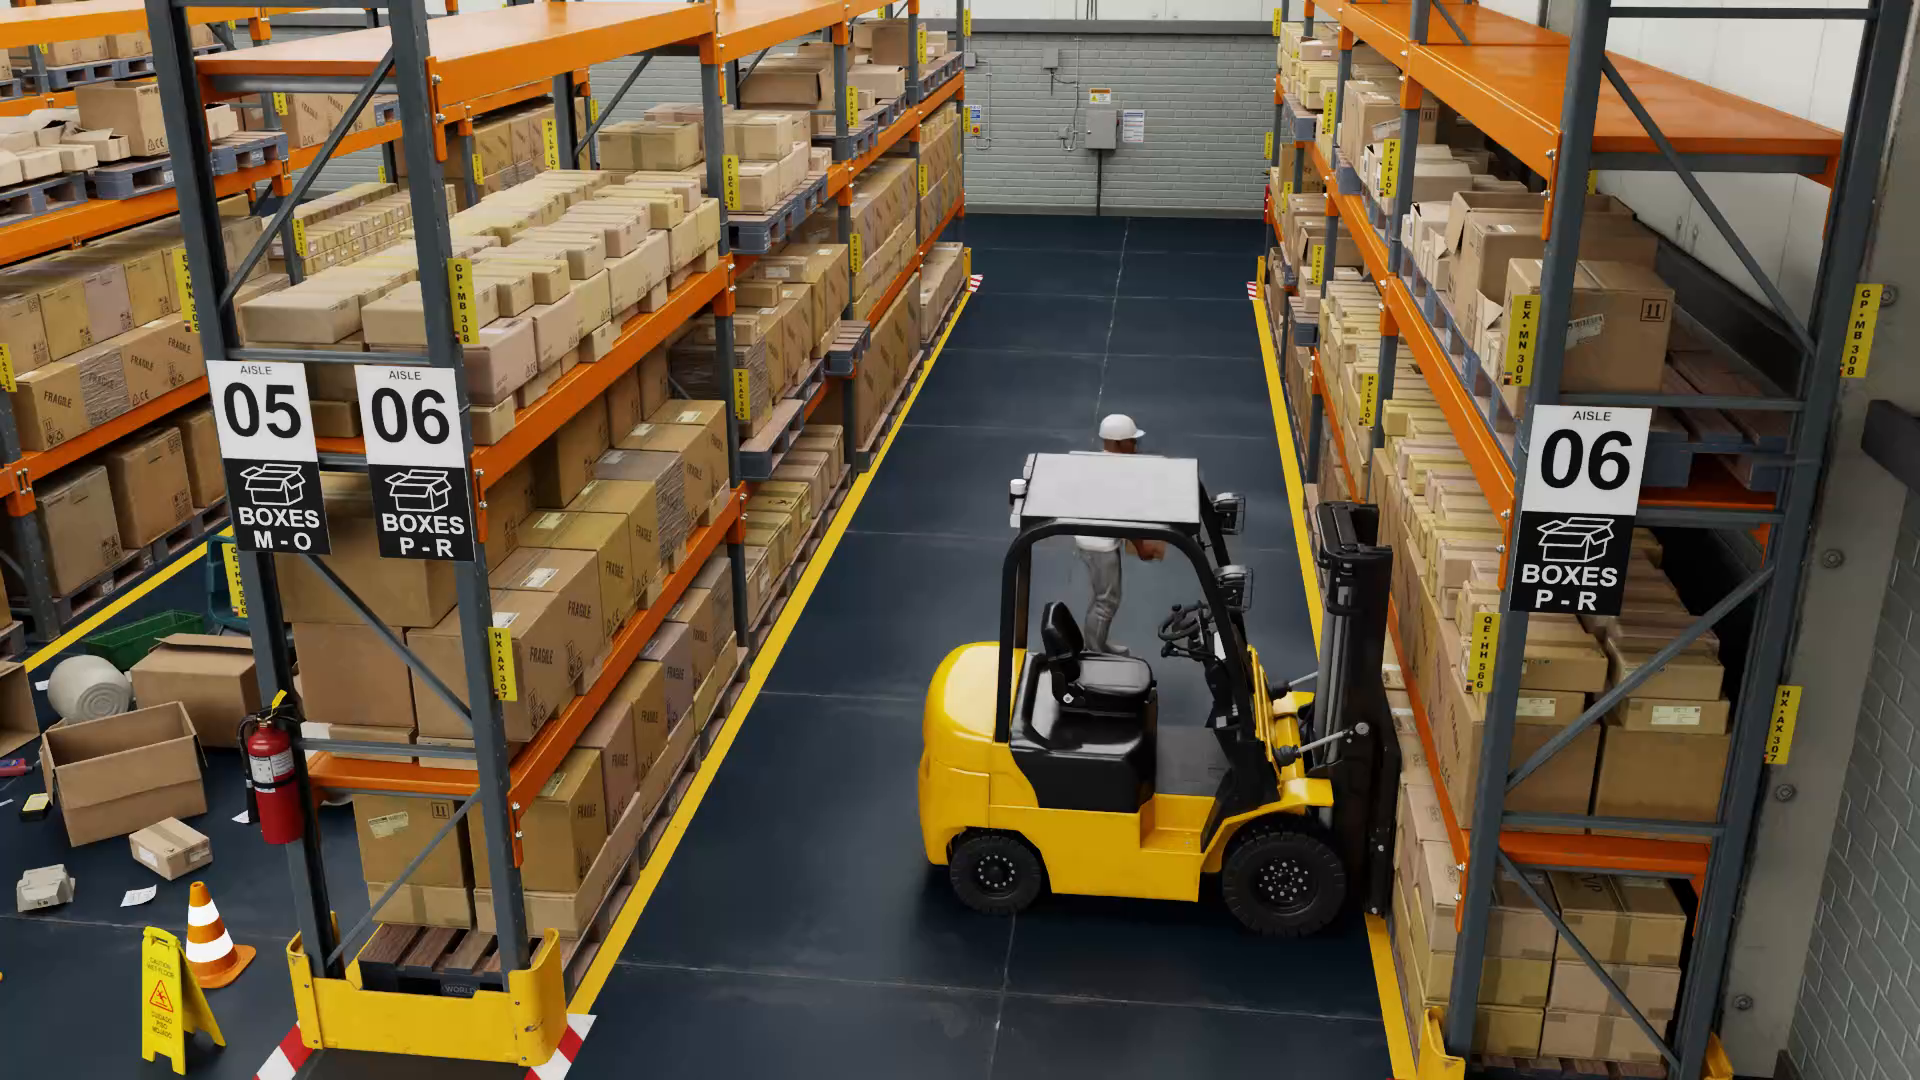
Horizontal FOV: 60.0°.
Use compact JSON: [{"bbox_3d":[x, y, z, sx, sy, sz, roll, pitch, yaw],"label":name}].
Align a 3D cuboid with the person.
[{"bbox_3d":[1.050,0.017,11.018,0.575,1.756,0.505,2,21,5],"label":"person"}]
